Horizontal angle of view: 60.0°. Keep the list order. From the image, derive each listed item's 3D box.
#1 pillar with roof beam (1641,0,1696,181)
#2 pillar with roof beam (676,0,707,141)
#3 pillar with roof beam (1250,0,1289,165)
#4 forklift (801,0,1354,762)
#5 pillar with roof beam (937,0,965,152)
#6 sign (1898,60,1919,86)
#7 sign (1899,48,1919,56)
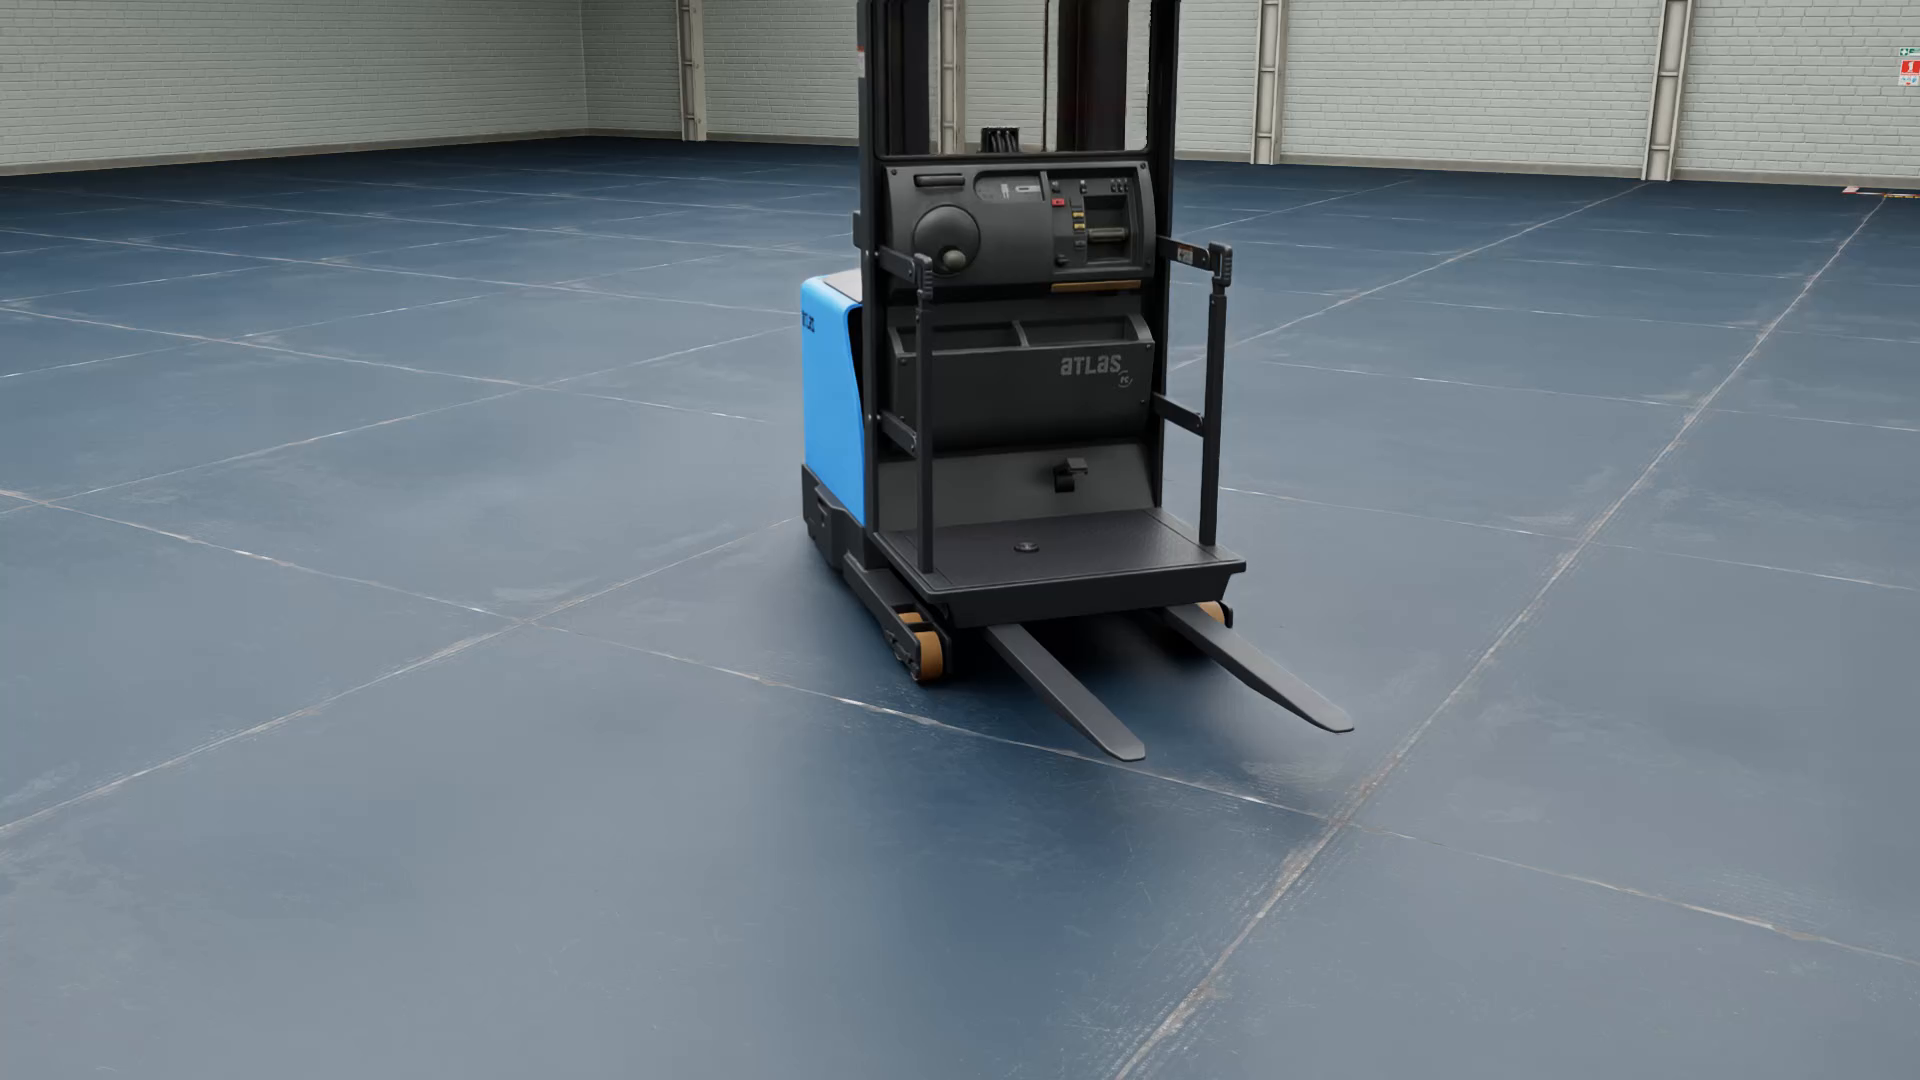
[{"bbox_3d":[7.817,-8.442,19.191,0.400,9.000,9.100,10,20,30],"label":"pillar with roof beam"},{"bbox_3d":[-7.521,-11.180,28.204,0.400,9.000,9.100,10,20,30],"label":"pillar with roof beam"},{"bbox_3d":[2.704,-9.355,22.195,0.400,9.000,9.100,10,20,30],"label":"pillar with roof beam"},{"bbox_3d":[0.279,-1.074,5.372,1.130,2.935,3.031,-5,18,-17],"label":"forklift"},{"bbox_3d":[-2.408,-10.268,25.200,0.400,9.000,9.100,10,20,30],"label":"pillar with roof beam"},{"bbox_3d":[12.680,-6.237,22.193,0.234,0.329,0.001,10,20,30],"label":"sign"},{"bbox_3d":[12.679,-6.488,22.106,0.331,0.109,0.001,10,20,30],"label":"sign"}]
